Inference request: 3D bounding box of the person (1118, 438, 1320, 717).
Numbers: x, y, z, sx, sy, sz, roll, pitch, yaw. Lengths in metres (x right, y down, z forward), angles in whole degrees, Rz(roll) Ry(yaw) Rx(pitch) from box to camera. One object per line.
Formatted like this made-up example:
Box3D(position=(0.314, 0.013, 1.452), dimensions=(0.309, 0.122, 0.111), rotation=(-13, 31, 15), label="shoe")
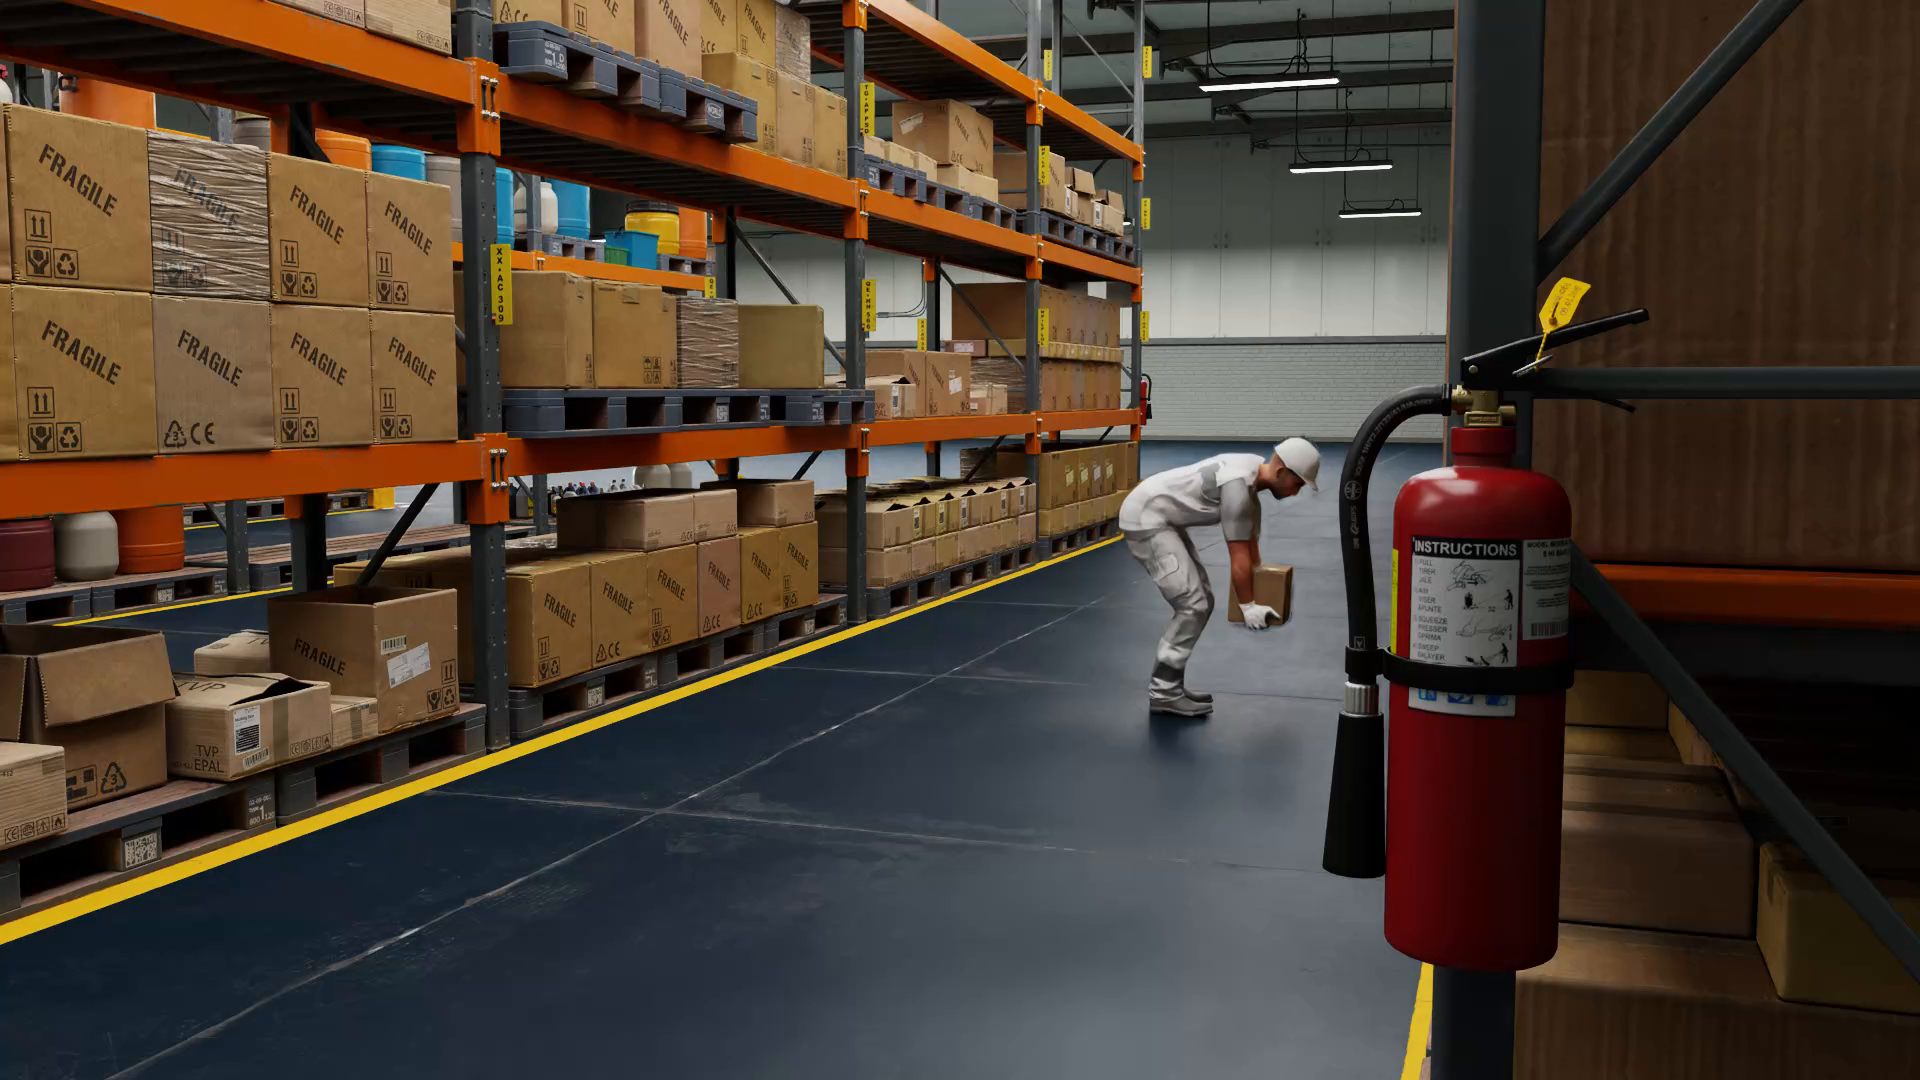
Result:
Box3D(position=(1.199, 0.165, 7.747), dimensions=(0.919, 1.287, 0.499), rotation=(2, 5, 17), label="person")
